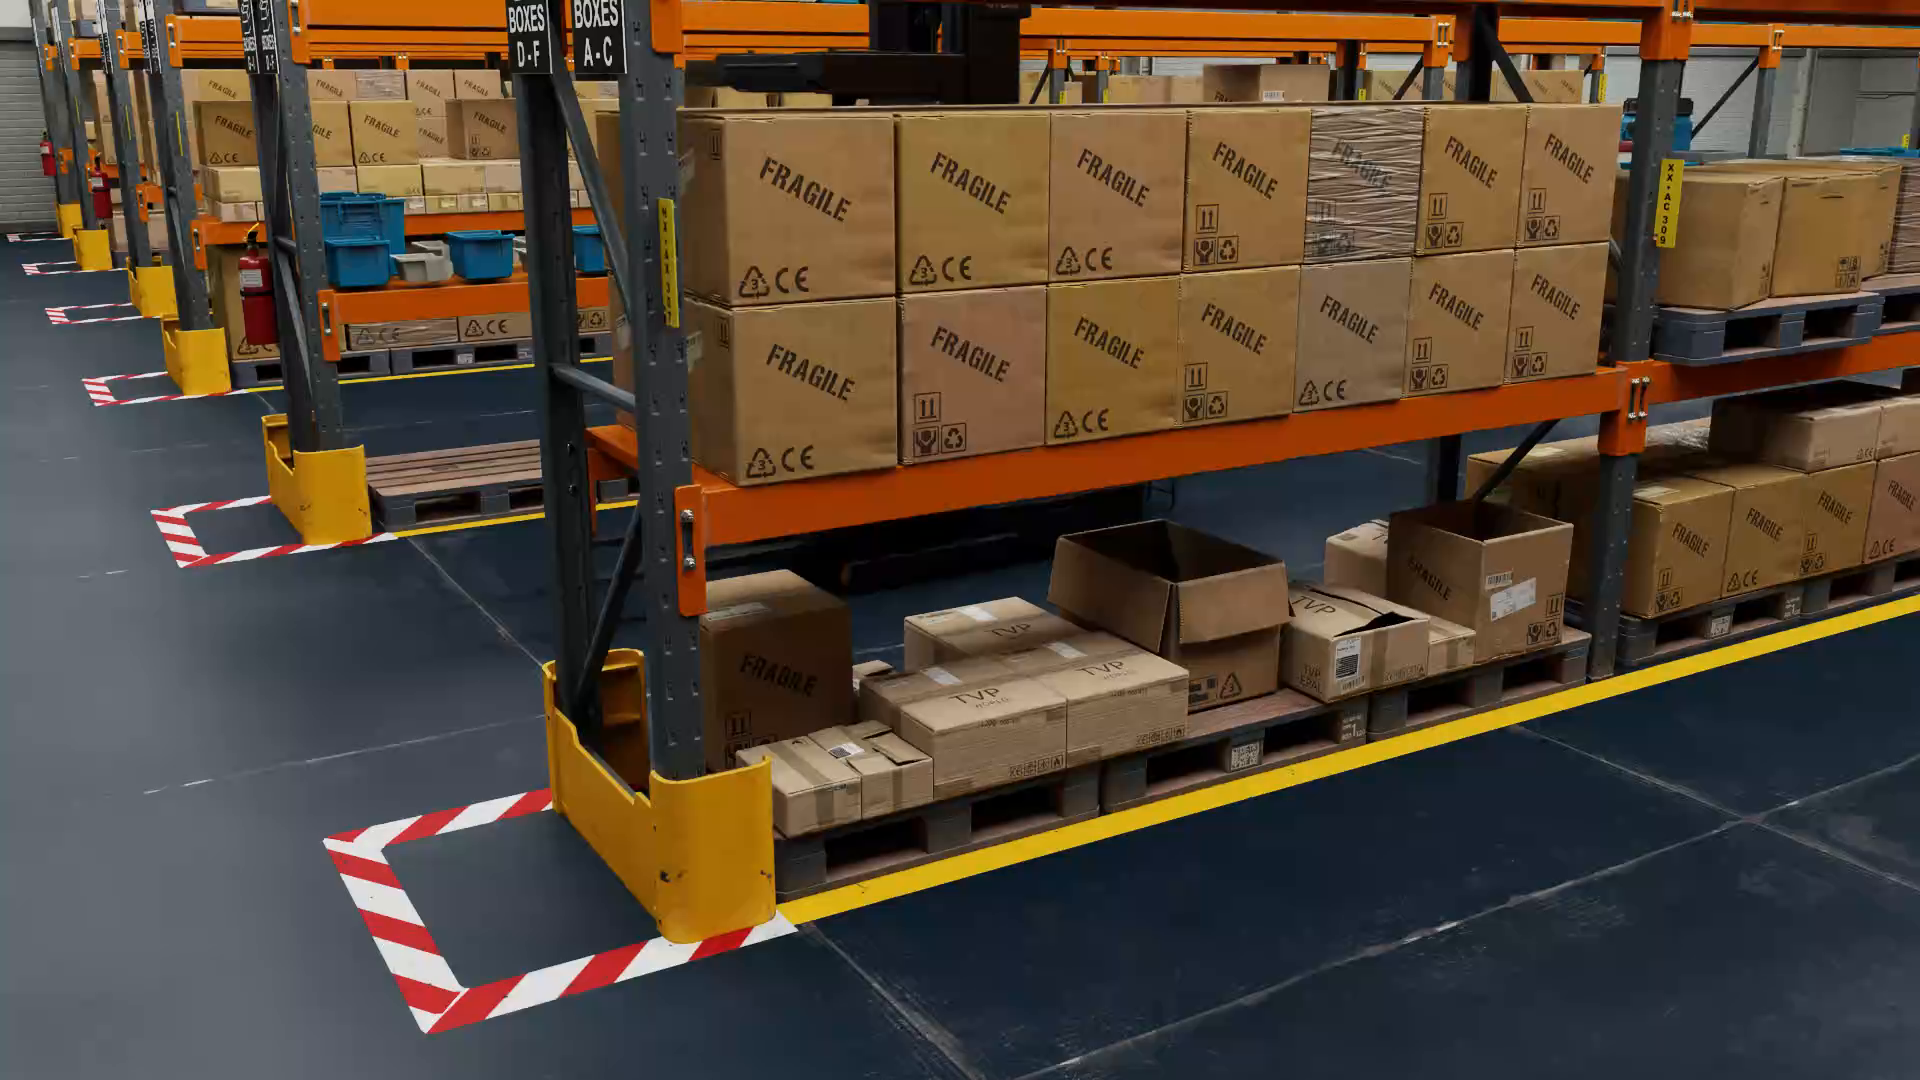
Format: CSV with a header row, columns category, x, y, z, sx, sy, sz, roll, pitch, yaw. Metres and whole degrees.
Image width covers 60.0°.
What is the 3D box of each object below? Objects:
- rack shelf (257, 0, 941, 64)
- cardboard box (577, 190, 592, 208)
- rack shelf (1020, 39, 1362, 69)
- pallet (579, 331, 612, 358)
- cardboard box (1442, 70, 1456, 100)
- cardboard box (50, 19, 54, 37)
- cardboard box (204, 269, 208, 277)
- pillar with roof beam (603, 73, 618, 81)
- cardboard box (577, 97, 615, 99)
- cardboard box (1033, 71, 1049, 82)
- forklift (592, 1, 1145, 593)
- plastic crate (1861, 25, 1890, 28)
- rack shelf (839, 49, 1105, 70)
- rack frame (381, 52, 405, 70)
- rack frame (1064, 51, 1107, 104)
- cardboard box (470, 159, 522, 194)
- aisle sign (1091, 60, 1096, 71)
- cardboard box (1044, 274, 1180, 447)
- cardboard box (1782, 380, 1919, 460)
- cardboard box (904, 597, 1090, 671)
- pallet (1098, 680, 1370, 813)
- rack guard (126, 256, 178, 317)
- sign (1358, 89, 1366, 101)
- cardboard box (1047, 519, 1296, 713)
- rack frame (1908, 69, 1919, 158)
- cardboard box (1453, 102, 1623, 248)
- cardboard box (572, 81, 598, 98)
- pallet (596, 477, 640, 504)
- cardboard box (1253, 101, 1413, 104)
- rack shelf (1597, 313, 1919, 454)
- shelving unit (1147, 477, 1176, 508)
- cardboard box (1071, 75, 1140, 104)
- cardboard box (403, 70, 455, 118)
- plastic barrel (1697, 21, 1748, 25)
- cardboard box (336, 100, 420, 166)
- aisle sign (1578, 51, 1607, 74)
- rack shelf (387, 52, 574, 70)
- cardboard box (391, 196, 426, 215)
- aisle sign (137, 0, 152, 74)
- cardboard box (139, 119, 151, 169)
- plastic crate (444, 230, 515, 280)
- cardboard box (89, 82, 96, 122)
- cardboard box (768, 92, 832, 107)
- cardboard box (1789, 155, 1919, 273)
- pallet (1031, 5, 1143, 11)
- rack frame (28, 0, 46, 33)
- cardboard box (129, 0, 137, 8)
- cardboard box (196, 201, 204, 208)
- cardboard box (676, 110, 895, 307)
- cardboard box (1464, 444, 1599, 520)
category,x,y,z,sx,sy,sz,roll,pitch,yaw
rack shelf,-1.869,-2.949,9.648,4.000,0.370,1.077,-9,18,-30
cardboard box,-3.239,-2.964,14.393,0.250,0.149,0.380,-10,18,-31
rack shelf,2.437,-5.207,17.703,4.000,0.370,1.077,-9,18,-30
pallet,-3.398,-1.845,15.099,1.213,0.211,1.003,-9,18,-30
cardboard box,5.525,-5.203,19.324,0.500,0.500,0.500,-9,18,-30
cardboard box,-13.557,-7.800,25.347,0.500,0.250,0.500,-10,18,-31
cardboard box,-8.021,-2.867,17.532,0.250,0.149,0.380,-8,18,-27
pillar with roof beam,-4.070,-9.554,26.321,0.400,9.000,9.100,-9,18,-30
cardboard box,-3.248,-3.700,14.888,0.500,0.500,0.500,-9,18,-30
cardboard box,1.329,-7.624,27.961,0.500,0.500,0.700,-9,18,-30
forklift,-0.527,-1.318,8.183,3.031,2.935,1.130,-10,19,-32
plastic crate,8.195,-4.740,15.096,0.450,0.188,0.336,-9,18,-30
rack shelf,-0.031,-6.369,21.847,4.000,0.370,1.077,-9,18,-30
rack frame,-7.810,-5.568,23.215,0.127,3.000,1.000,-9,18,-30
rack frame,1.684,-5.549,23.147,0.127,3.000,1.000,-9,18,-30
cardboard box,-3.829,-3.080,14.068,0.500,0.250,0.500,-9,18,-29
aisle sign,2.370,-8.568,29.101,0.004,0.787,0.394,-9,18,-30
cardboard box,0.351,-0.617,5.369,0.500,0.500,0.500,-9,18,-30
cardboard box,4.220,-0.571,7.818,0.500,0.250,0.500,-10,18,-31
cardboard box,0.133,0.428,6.105,0.500,0.250,0.500,-9,18,-30
pallet,0.757,0.626,6.285,1.213,0.211,1.003,-9,18,-30
rack guard,-8.537,-2.687,17.571,0.348,0.500,1.175,-9,18,-30
sign,4.441,-4.817,18.390,0.005,0.325,0.100,-9,18,-30
cardboard box,0.785,0.270,6.199,0.637,0.503,0.797,-9,18,-30
rack frame,10.131,-3.797,16.898,0.127,3.000,1.000,-9,18,-30
cardboard box,2.093,-1.382,6.244,0.500,0.500,0.500,-9,18,-29
cardboard box,-5.554,-6.380,24.076,0.500,0.500,0.500,-9,18,-30
pallet,-1.812,-0.504,10.318,1.213,0.211,1.003,-9,18,-30
cardboard box,1.402,-1.440,6.451,0.500,0.500,0.500,-10,18,-31
rack shelf,4.107,-0.914,7.946,4.000,0.370,1.077,-9,18,-30
shelving unit,0.966,-0.754,9.369,0.503,1.200,0.258,-10,18,-32
cardboard box,2.018,-6.184,23.135,0.550,0.550,0.875,-9,18,-30
cardboard box,-5.878,-4.908,18.274,0.500,0.500,0.500,-10,18,-31
plastic barrel,6.378,-4.806,14.011,0.708,0.901,0.600,-9,18,-30
cardboard box,-4.715,-3.298,13.456,0.500,0.500,0.500,-10,18,-31
aisle sign,7.788,-6.134,20.418,0.004,0.787,0.394,-9,18,-30
rack shelf,-6.095,-6.944,23.899,4.000,0.370,1.077,-9,18,-30
cardboard box,-4.559,-2.750,13.629,0.250,0.149,0.380,-9,18,-30
aisle sign,-6.351,-4.030,12.913,0.004,0.787,0.394,-9,18,-30
cardboard box,-8.350,-4.194,17.577,0.500,0.500,0.500,-9,18,-29
plastic crate,-2.638,-1.571,9.156,0.300,0.233,0.416,-9,18,-30
cardboard box,-10.948,-5.663,21.519,0.500,0.500,0.500,-9,18,-28
cardboard box,-1.568,-3.990,15.541,0.637,0.503,0.797,-9,18,-29
cardboard box,4.457,-1.592,8.069,0.500,0.500,0.700,-6,17,-19
pallet,0.467,-3.614,11.037,1.003,0.211,1.213,-9,18,-30
rack frame,-13.798,-9.048,24.517,0.127,3.000,1.000,-9,18,-30
cardboard box,-8.084,-5.496,16.752,0.500,0.250,0.500,-9,18,-29
cardboard box,-11.967,-5.382,26.404,0.500,0.500,0.500,-9,18,-29
cardboard box,-0.520,-0.957,4.728,0.500,0.500,0.500,-9,18,-28
cardboard box,2.668,-0.126,7.616,0.500,0.500,0.500,-9,18,-30
